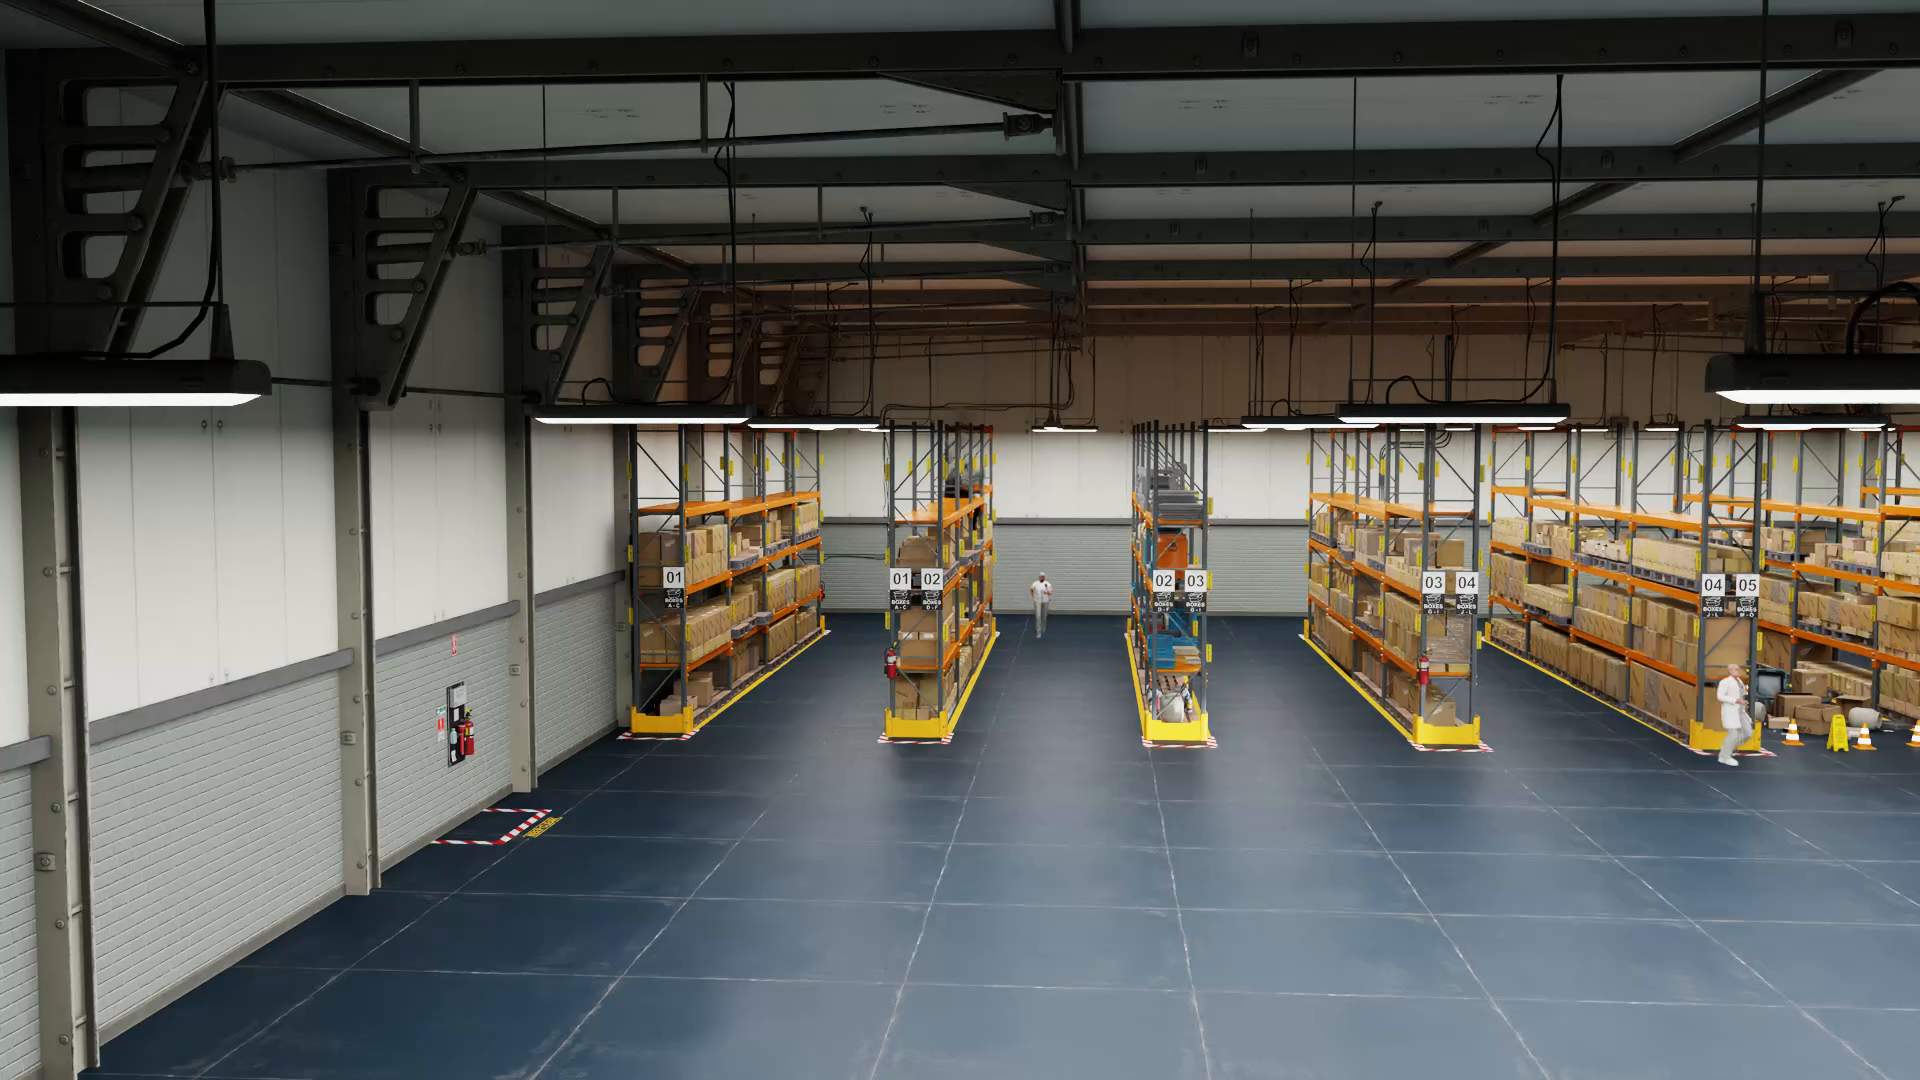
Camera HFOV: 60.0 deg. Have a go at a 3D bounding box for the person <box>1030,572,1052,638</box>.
[{"bbox_3d":[2.224,1.761,45.313,0.580,1.776,0.714,0,4,-6],"label":"person"}]

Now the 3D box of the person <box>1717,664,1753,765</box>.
[{"bbox_3d":[13.465,3.025,28.843,0.733,1.751,0.625,-2,4,-30],"label":"person"}]
